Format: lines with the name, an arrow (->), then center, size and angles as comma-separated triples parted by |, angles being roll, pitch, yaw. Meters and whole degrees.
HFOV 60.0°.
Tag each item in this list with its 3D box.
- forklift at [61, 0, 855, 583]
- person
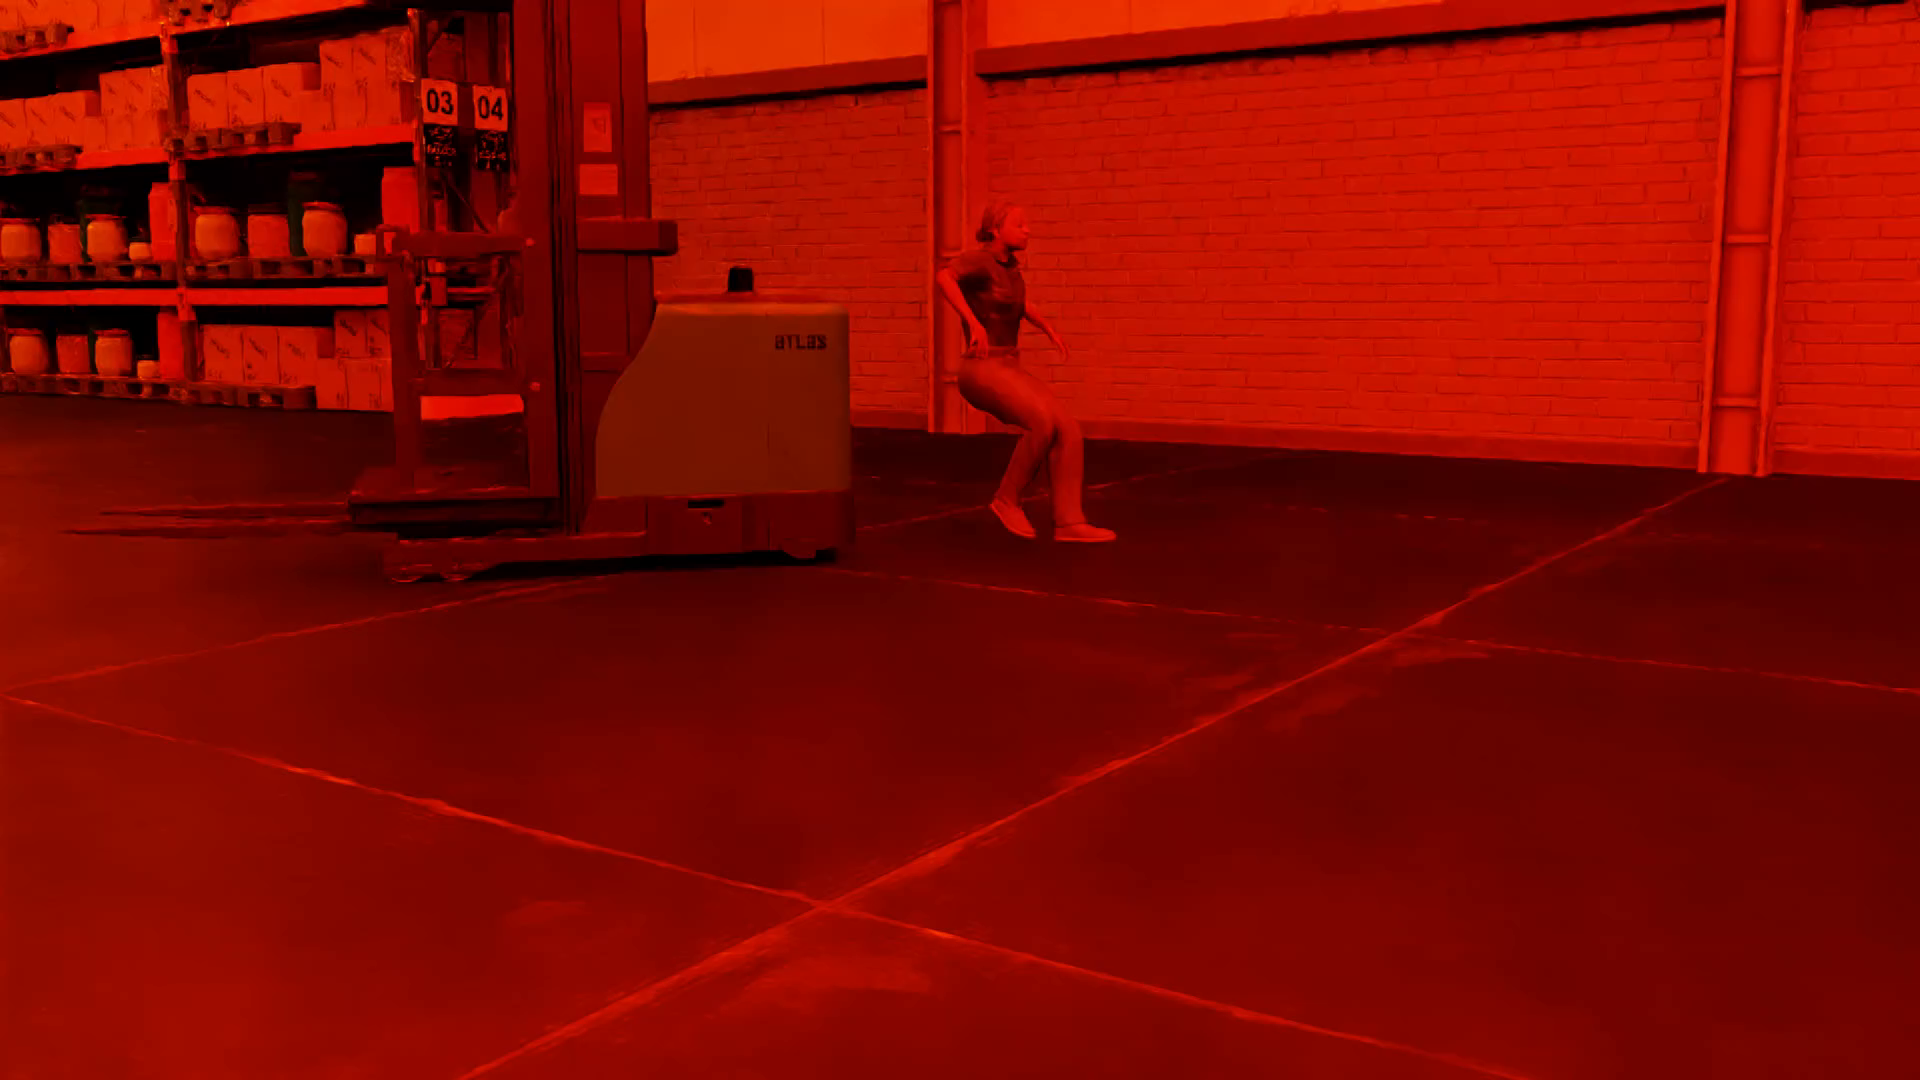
forklift -> -2.017, -1.366, 6.802 | 3.031, 2.935, 1.130 | -2, 8, -15
person -> 0.349, -0.736, 7.395 | 0.711, 1.508, 0.985 | 4, 9, 28
